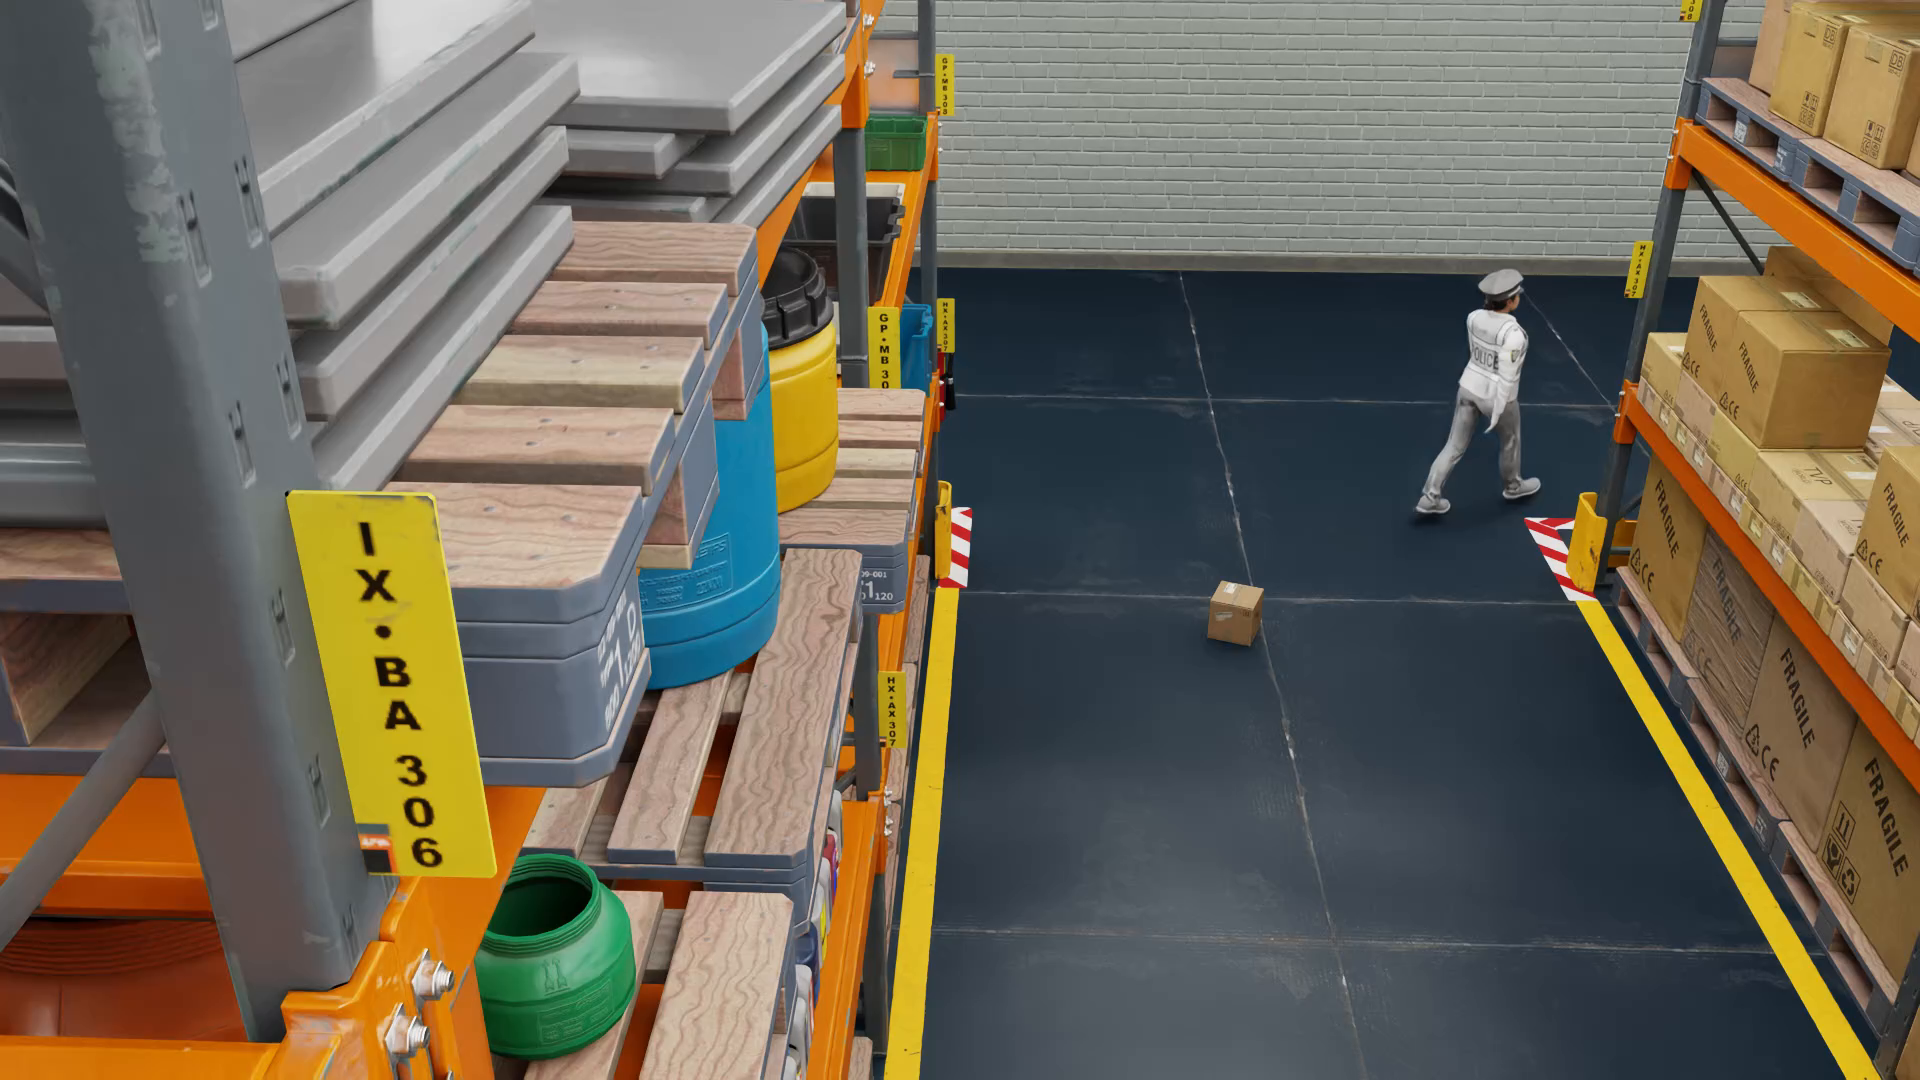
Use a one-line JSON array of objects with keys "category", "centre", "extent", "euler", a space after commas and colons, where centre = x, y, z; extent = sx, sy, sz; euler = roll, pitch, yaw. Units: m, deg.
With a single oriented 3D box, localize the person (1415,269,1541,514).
[{"category": "person", "centre": [3.413, -0.958, 10.588], "extent": [0.993, 1.628, 0.486], "euler": [-18, 33, -29]}]
